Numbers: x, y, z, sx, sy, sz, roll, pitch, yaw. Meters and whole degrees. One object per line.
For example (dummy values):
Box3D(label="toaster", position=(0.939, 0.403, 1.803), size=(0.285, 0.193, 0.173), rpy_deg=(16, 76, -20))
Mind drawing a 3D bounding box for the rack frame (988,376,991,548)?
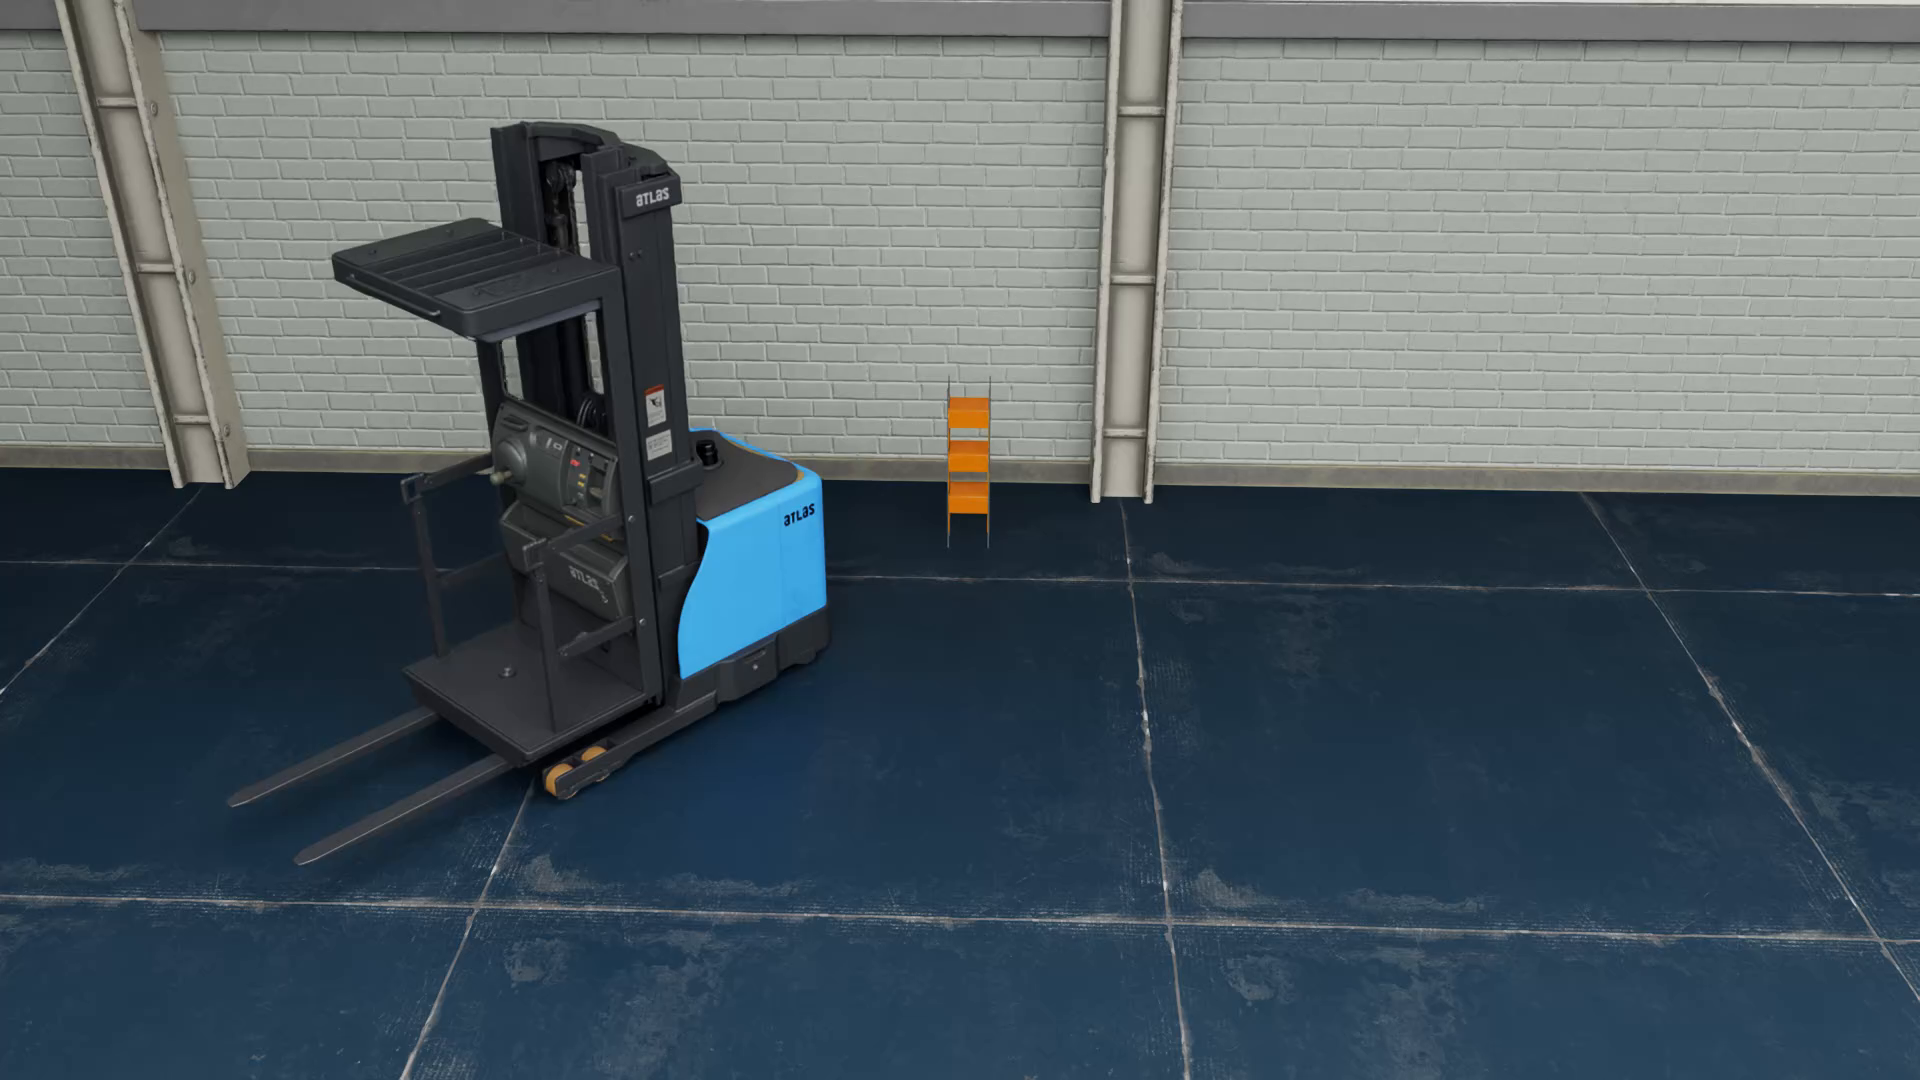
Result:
Box3D(label="rack frame", position=(0.175, -0.461, 9.999), size=(0.008, 1.050, 0.200), rpy_deg=(1, 28, 2))

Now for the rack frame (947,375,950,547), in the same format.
Box3D(label="rack frame", position=(-0.068, -0.465, 10.006), size=(0.008, 1.050, 0.200), rpy_deg=(1, 28, 2))

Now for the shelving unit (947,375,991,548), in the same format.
Box3D(label="shelving unit", position=(0.053, -0.463, 10.002), size=(0.252, 1.050, 0.215), rpy_deg=(1, 28, 2))

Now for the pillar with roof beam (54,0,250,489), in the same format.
Box3D(label="pillar with roof beam", position=(-5.101, -2.372, 5.116), size=(0.400, 9.000, 9.100), rpy_deg=(1, 28, 2))

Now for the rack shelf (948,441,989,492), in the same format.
Box3D(label="rack shelf", position=(0.053, -0.454, 10.007), size=(0.240, 0.259, 0.215), rpy_deg=(1, 28, 2))

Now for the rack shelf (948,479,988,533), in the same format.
Box3D(label="rack shelf", position=(0.053, -0.208, 10.138), size=(0.240, 0.259, 0.215), rpy_deg=(1, 28, 2))

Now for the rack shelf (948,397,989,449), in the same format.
Box3D(label="rack shelf", position=(0.053, -0.704, 9.874), size=(0.240, 0.259, 0.215), rpy_deg=(1, 28, 2))

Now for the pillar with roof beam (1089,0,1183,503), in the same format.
Box3D(label="pillar with roof beam", position=(0.895, -2.272, 4.929), size=(0.400, 9.000, 9.100), rpy_deg=(1, 28, 2))

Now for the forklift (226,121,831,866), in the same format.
Box3D(label="forklift", position=(-2.065, -0.330, 7.742), size=(1.130, 2.935, 3.031), rpy_deg=(23, 36, 36))
